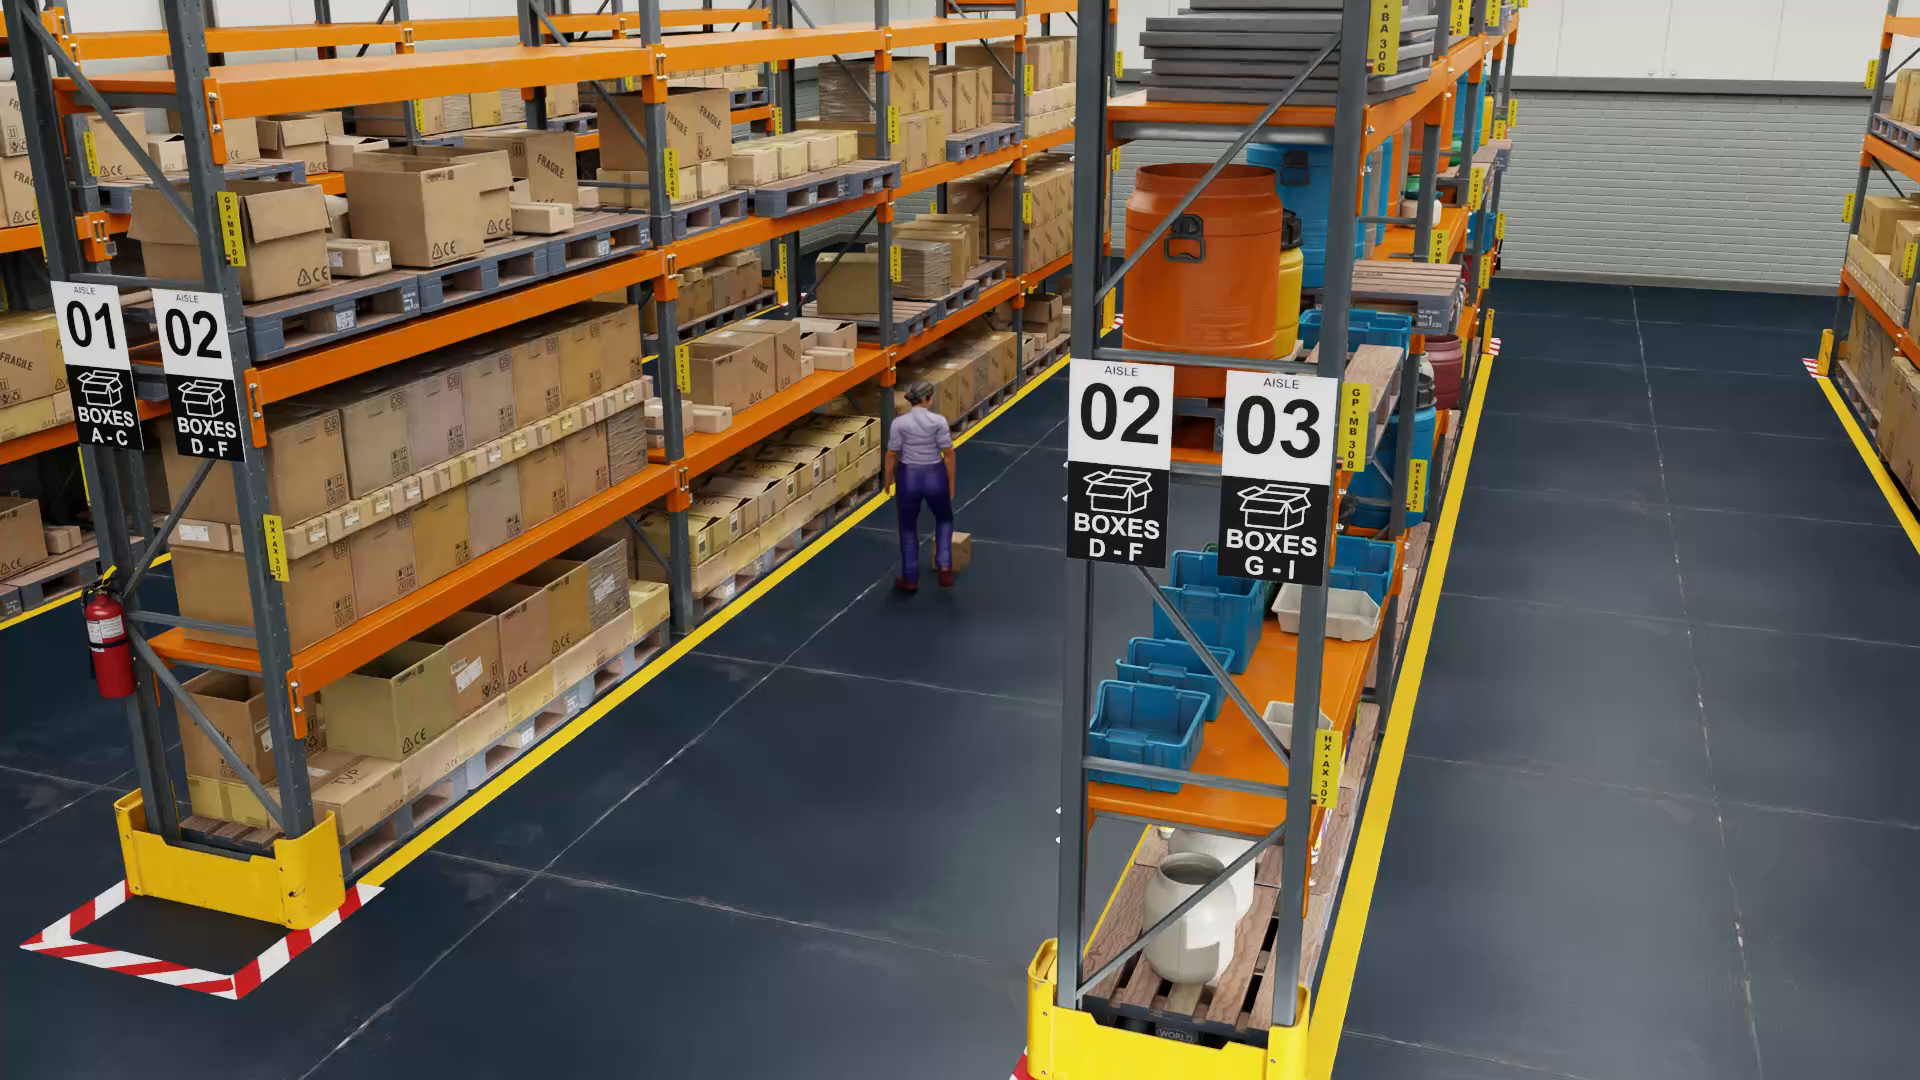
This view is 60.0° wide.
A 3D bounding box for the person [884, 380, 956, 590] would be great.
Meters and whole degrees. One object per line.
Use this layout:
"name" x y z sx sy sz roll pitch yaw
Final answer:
"person" -0.294 -0.406 12.724 0.542 1.649 0.436 -3 19 -8
